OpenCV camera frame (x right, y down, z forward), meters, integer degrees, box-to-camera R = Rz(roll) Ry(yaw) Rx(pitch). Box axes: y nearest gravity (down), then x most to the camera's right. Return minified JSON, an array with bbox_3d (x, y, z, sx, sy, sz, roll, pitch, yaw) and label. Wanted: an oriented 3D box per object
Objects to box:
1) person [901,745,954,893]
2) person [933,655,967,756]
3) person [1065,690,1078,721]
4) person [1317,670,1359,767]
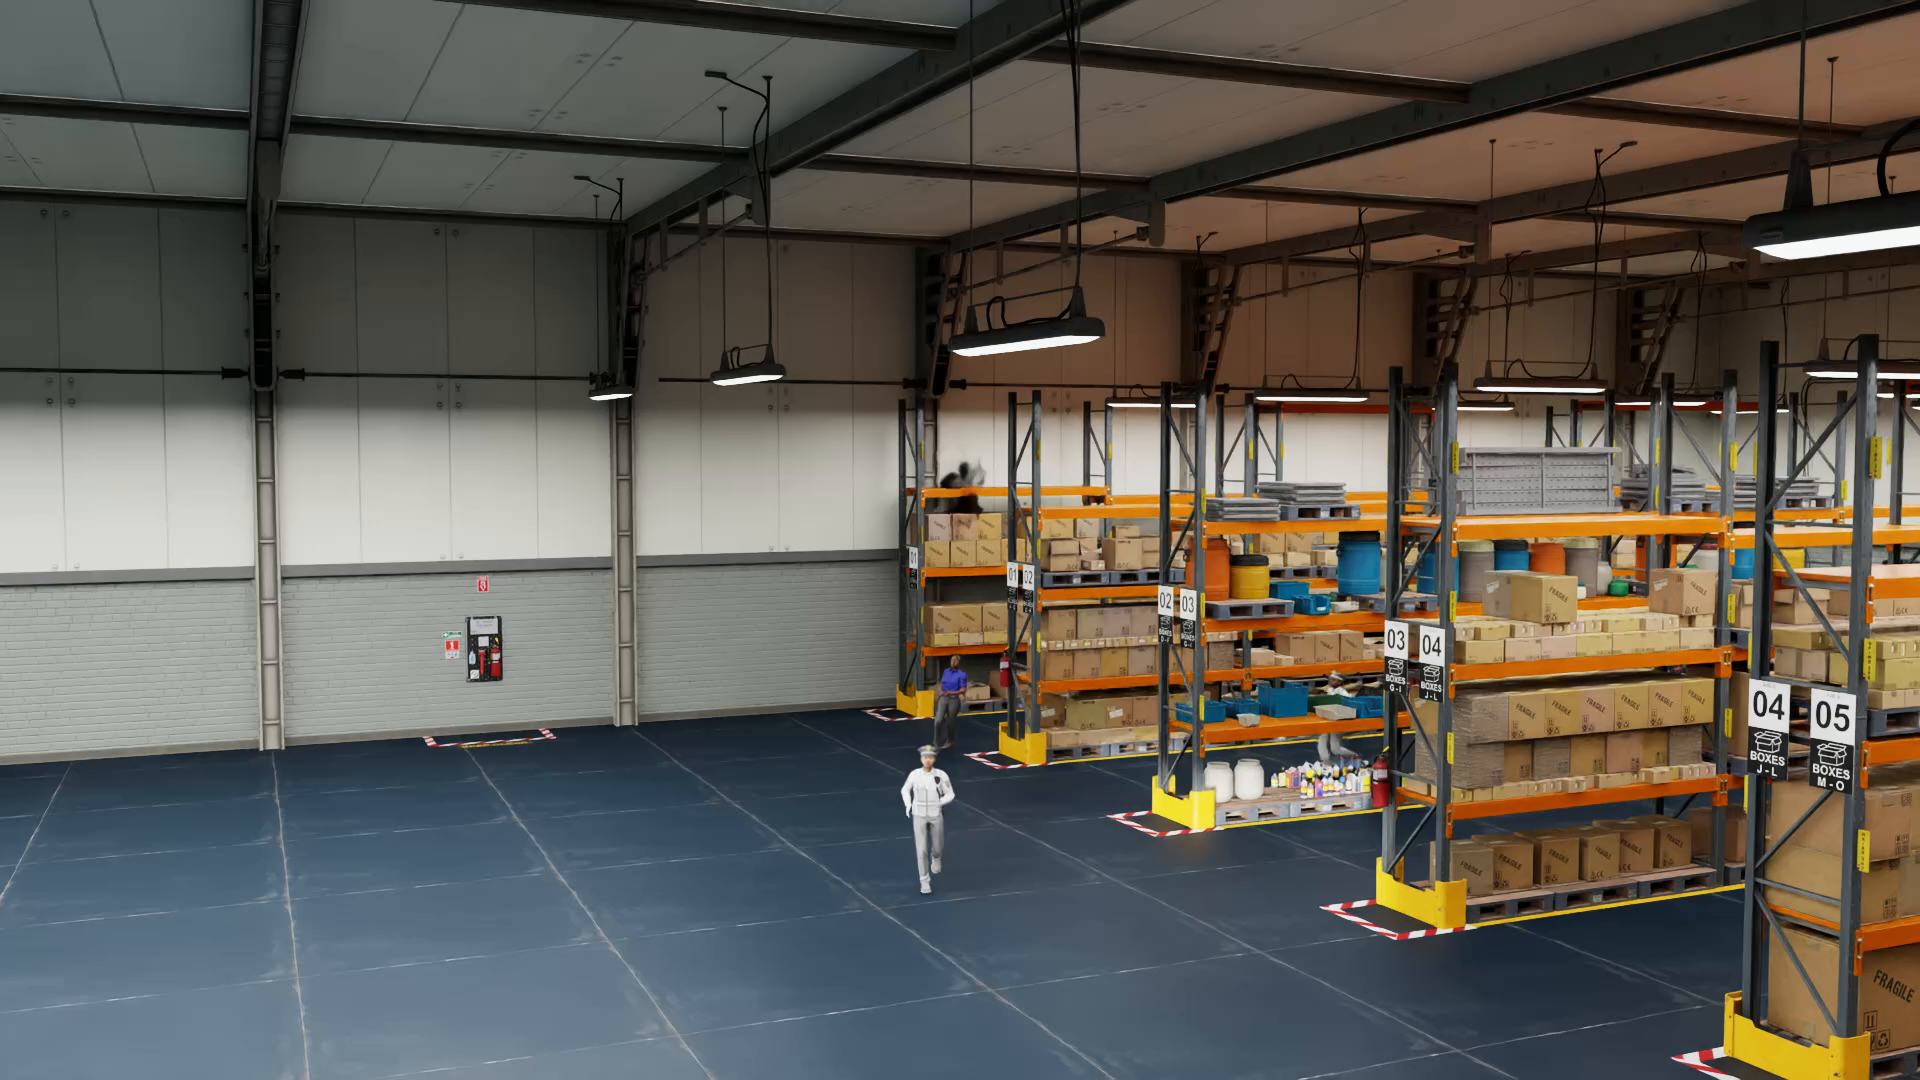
[{"bbox_3d":[-0.377,3.200,19.315,0.626,1.657,0.785,0,3,1],"label":"person"},{"bbox_3d":[-0.160,2.726,27.556,0.577,1.654,0.816,1,4,21],"label":"person"},{"bbox_3d":[2.057,2.535,29.142,1.081,1.763,0.714,-2,4,-31],"label":"person"},{"bbox_3d":[5.808,2.829,25.684,0.701,1.655,0.581,-2,4,-27],"label":"person"}]
